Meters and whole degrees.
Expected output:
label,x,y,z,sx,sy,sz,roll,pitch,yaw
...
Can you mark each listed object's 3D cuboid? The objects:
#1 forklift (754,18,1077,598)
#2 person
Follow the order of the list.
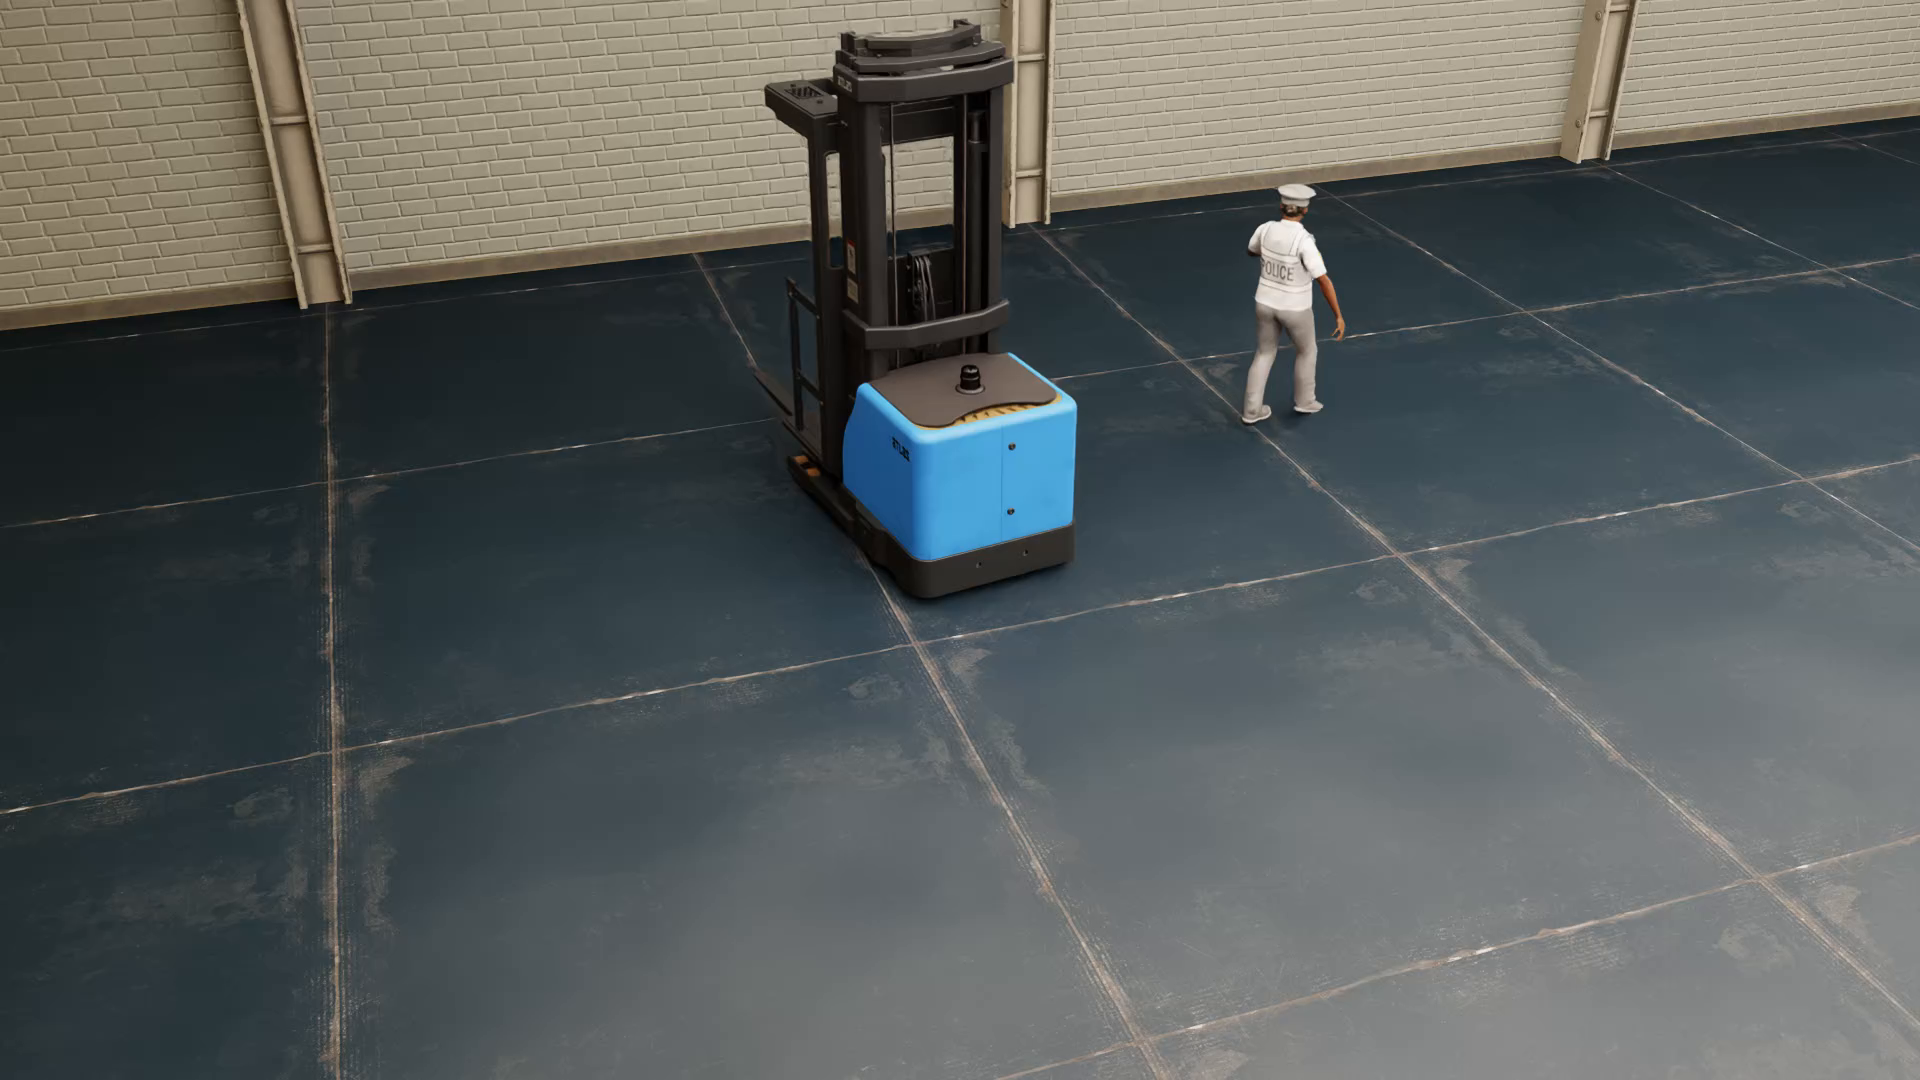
label,x,y,z,sx,sy,sz,roll,pitch,yaw
forklift,-0.452,-1.654,9.962,1.130,2.935,3.031,-14,33,-23
person,2.248,-1.562,11.146,0.919,1.668,0.663,25,38,36
